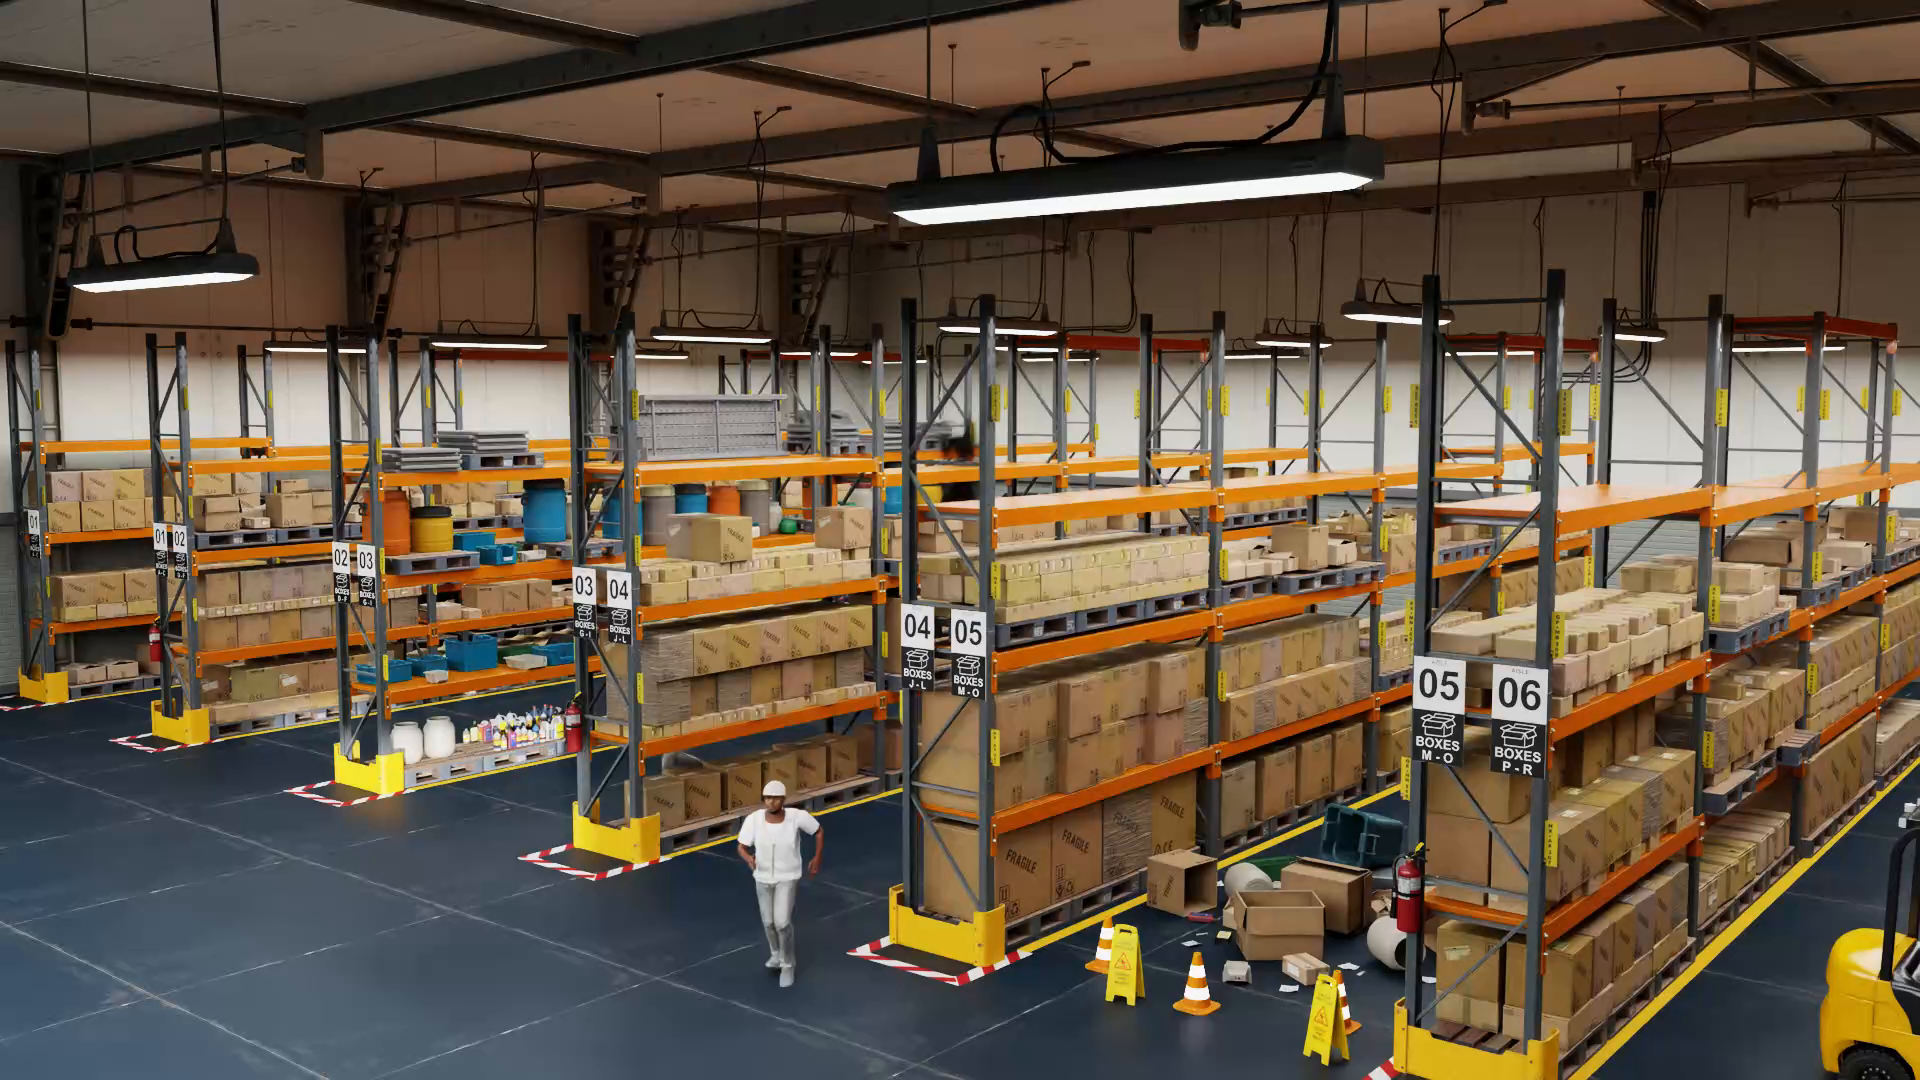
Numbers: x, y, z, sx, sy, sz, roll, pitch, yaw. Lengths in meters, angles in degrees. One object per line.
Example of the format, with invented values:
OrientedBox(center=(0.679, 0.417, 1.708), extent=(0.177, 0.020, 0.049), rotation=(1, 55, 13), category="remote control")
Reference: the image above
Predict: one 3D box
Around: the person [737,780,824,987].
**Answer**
OrientedBox(center=(-1.589, 3.001, 14.539), extent=(0.722, 1.830, 0.736), rotation=(1, 5, 8), category="person")

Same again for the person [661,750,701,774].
OrientedBox(center=(-3.629, 2.389, 21.229), extent=(0.677, 1.756, 0.945), rotation=(4, 7, 38), category="person")
